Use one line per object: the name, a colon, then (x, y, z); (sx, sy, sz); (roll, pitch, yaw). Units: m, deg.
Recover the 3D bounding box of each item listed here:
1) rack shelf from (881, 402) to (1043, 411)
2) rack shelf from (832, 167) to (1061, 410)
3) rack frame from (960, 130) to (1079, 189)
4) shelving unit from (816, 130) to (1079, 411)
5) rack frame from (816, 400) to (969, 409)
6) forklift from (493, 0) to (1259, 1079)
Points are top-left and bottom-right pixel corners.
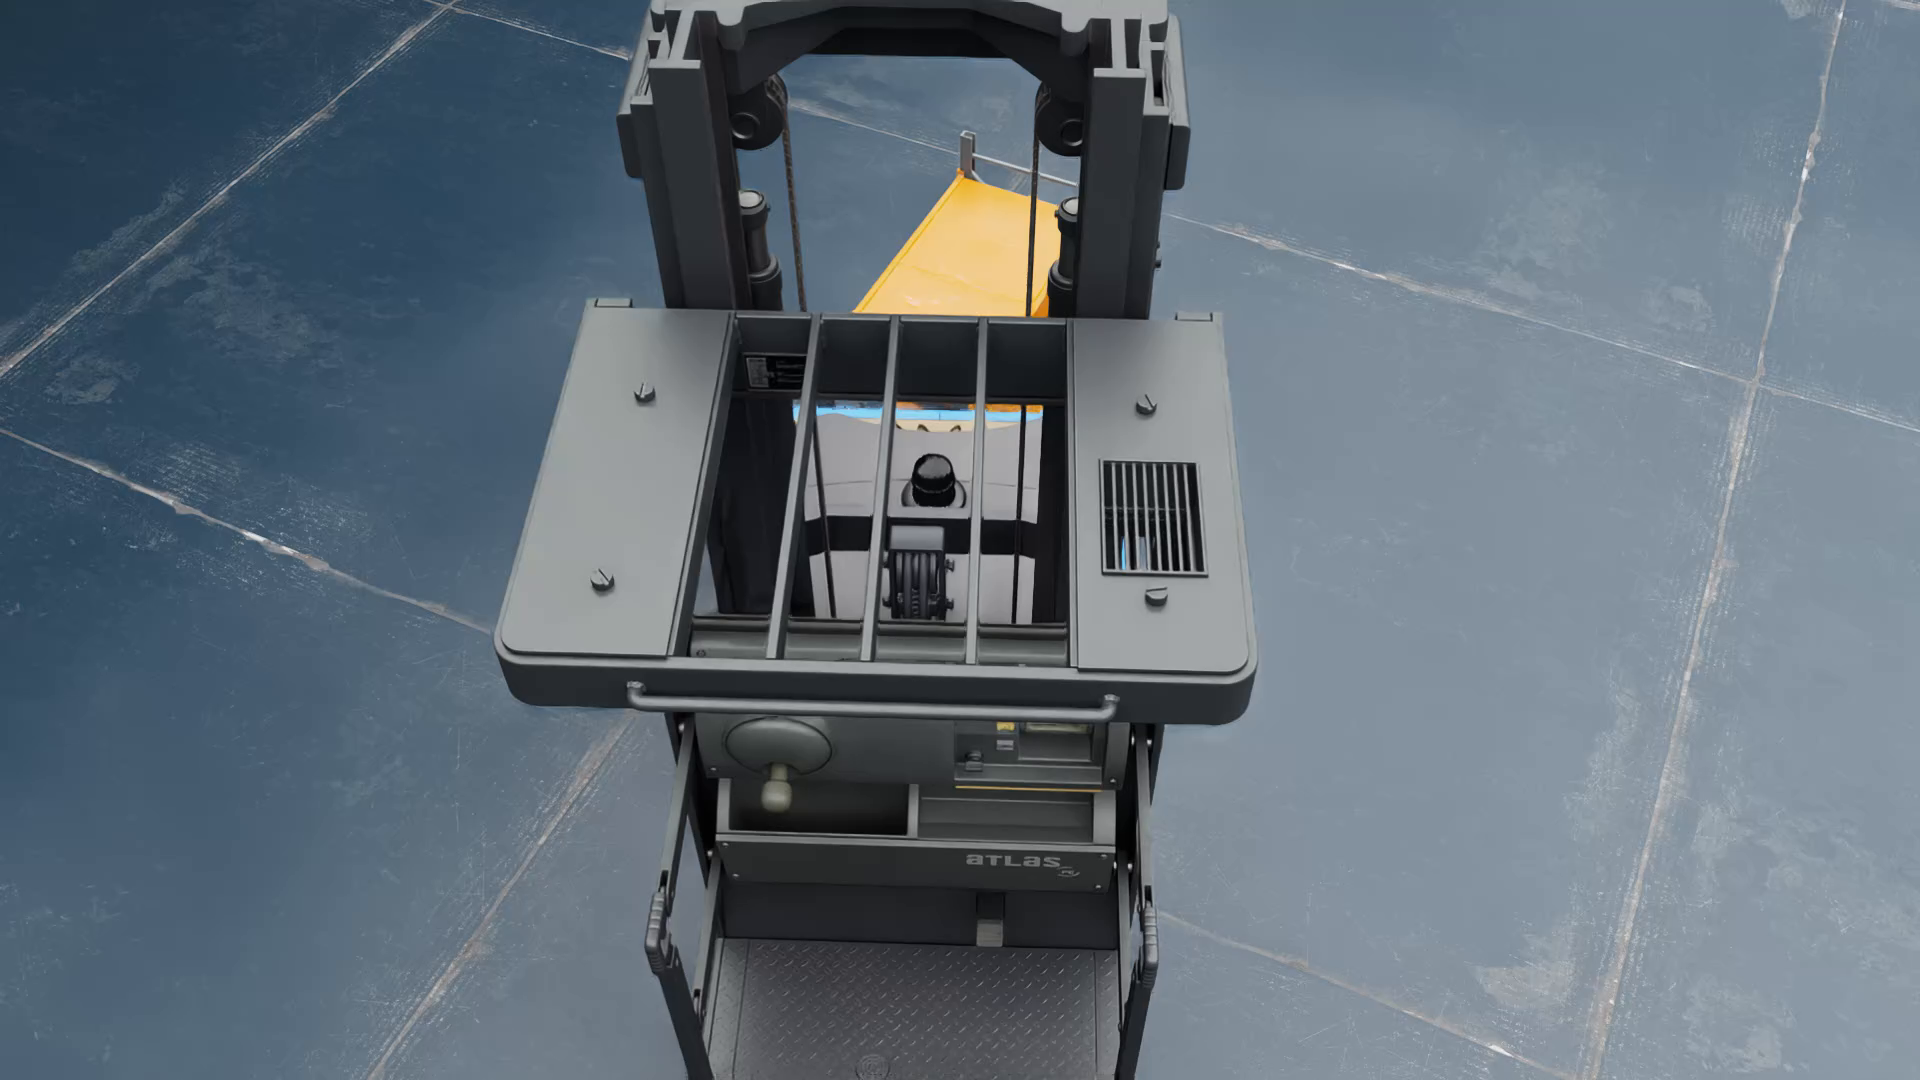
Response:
rack shelf: (0.013, -0.368, 5.645); (0.538, 0.278, 1.000); (20, 52, 16)
rack shelf: (0.013, -0.716, 5.236); (0.538, 0.278, 1.000); (20, 52, 16)
rack frame: (0.232, -0.875, 5.756); (0.500, 1.125, 0.032); (20, 52, 16)
shelving unit: (0.013, -0.526, 5.459); (0.538, 1.125, 1.048); (20, 52, 16)
rack frame: (-0.206, -0.177, 5.162); (0.500, 1.125, 0.032); (20, 52, 16)
forklift: (-0.107, 0.499, 3.401); (1.130, 2.935, 3.031); (2, 50, 1)
